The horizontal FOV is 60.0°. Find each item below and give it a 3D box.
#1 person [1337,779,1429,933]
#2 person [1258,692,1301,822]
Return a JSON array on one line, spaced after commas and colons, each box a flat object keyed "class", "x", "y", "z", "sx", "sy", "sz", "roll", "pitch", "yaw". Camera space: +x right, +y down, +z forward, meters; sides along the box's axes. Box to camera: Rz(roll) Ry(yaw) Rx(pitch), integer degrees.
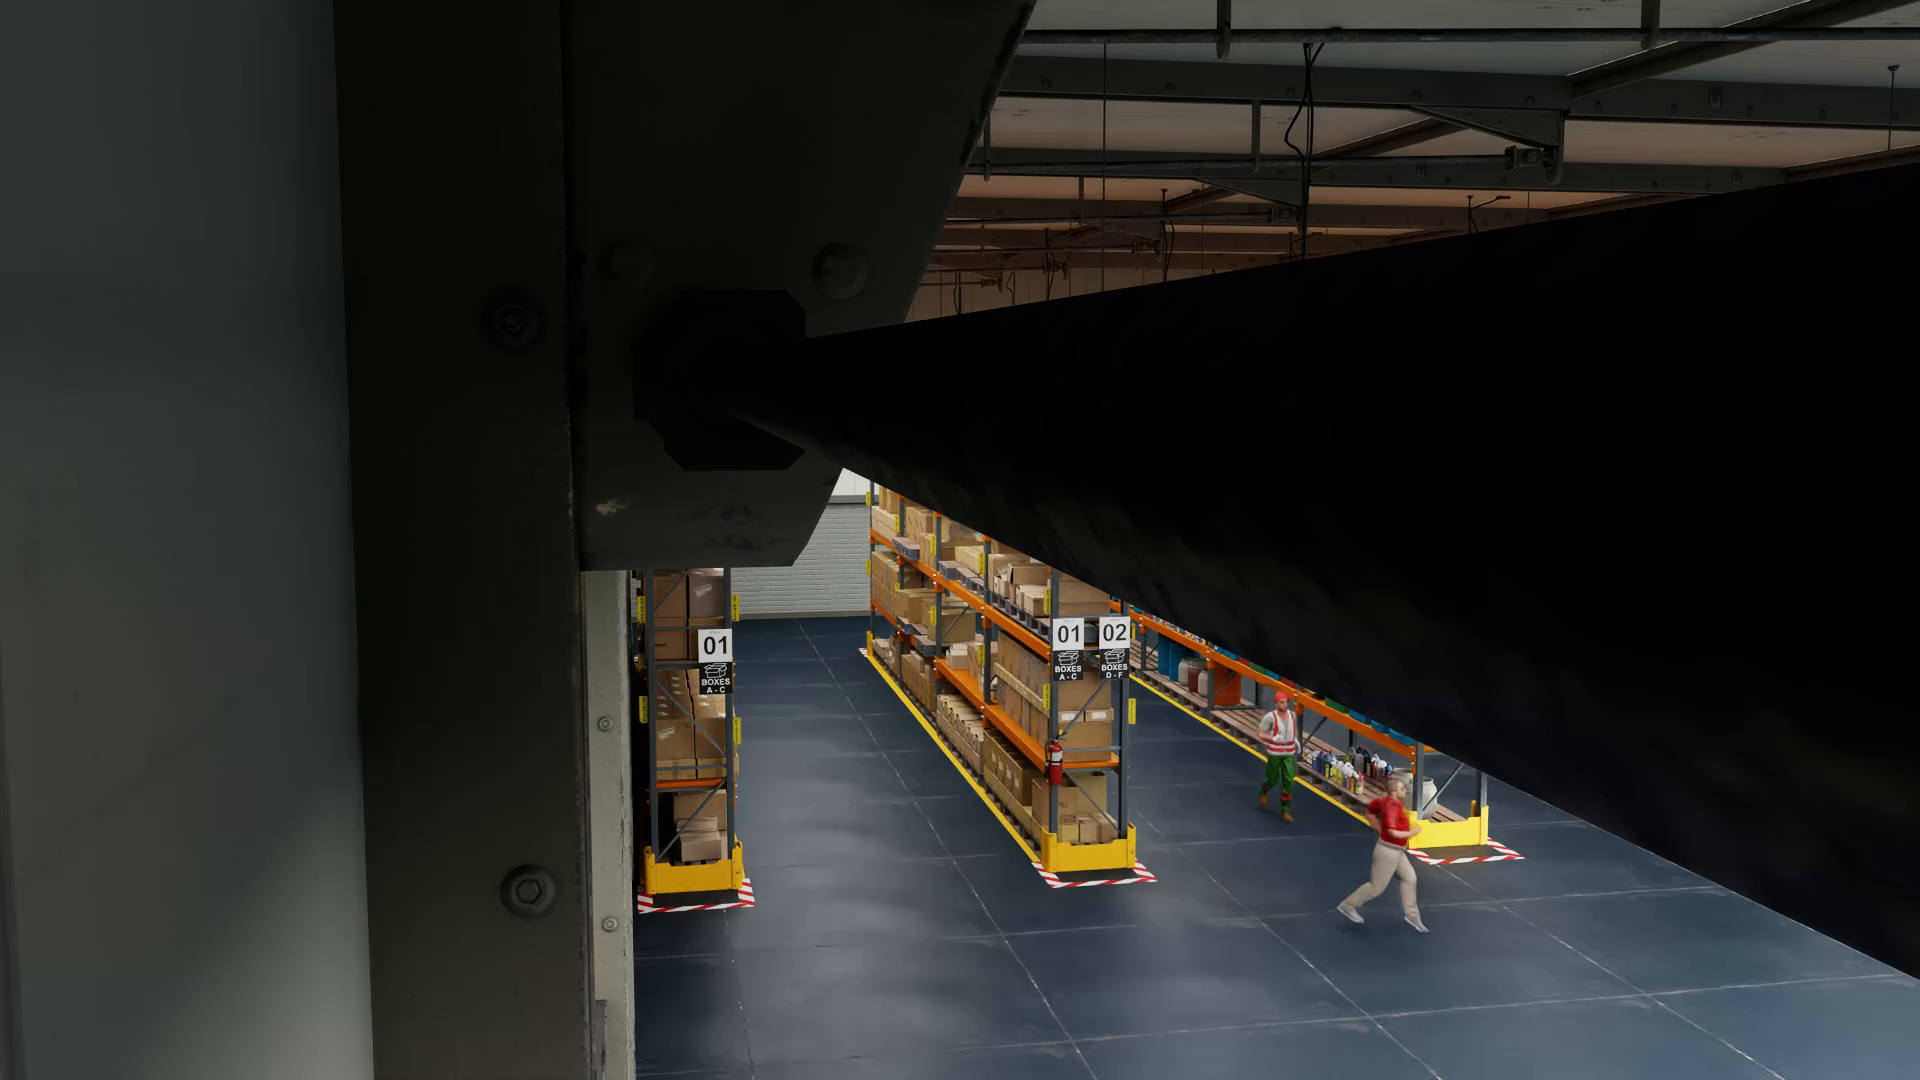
[{"class": "person", "x": 4.750, "y": 3.556, "z": 18.599, "sx": 1.008, "sy": 1.789, "sz": 0.626, "roll": 2, "pitch": 6, "yaw": 16}, {"class": "person", "x": 4.474, "y": 2.995, "z": 23.339, "sx": 0.668, "sy": 1.770, "sz": 0.908, "roll": -1, "pitch": 6, "yaw": -13}]
